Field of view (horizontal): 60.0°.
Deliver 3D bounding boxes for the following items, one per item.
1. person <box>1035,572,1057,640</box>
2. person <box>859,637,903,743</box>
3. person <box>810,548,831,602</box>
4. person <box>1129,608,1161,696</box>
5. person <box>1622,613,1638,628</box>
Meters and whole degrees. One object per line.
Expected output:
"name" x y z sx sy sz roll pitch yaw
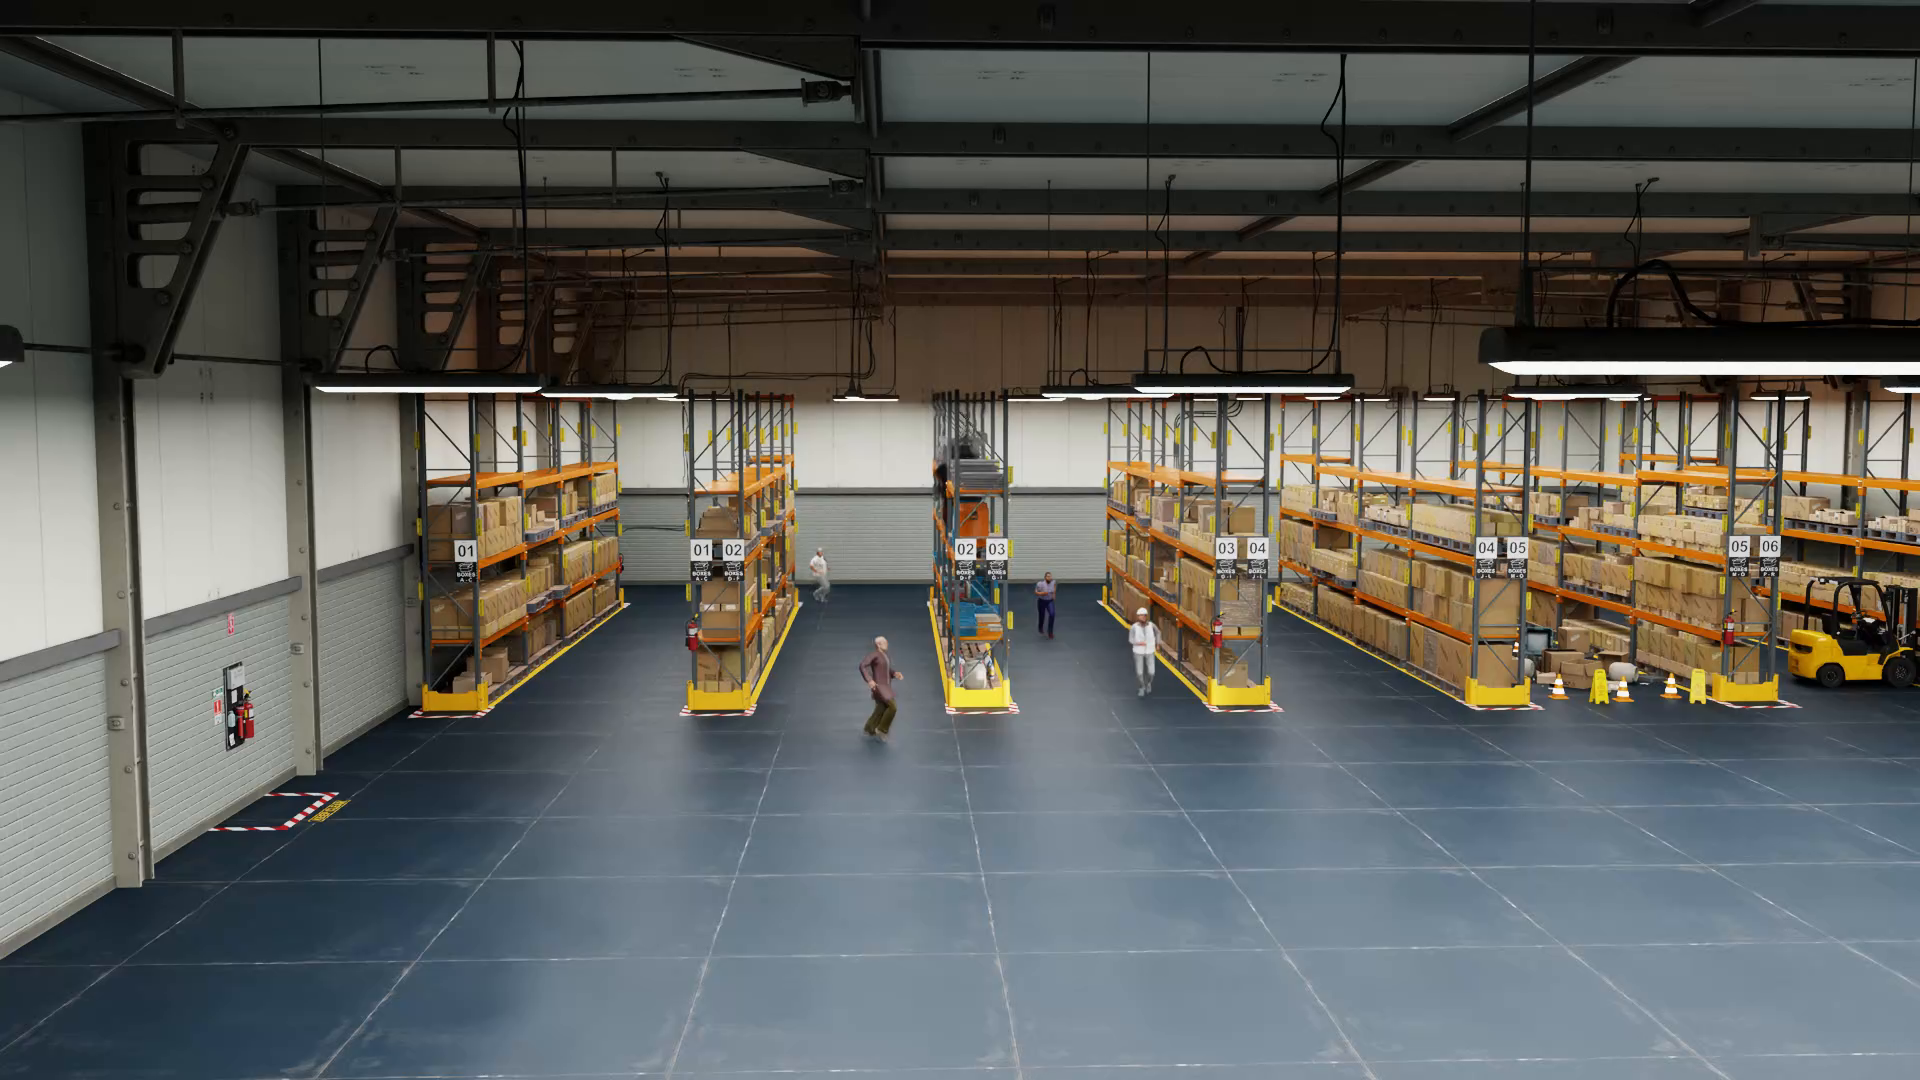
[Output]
"person" 2.098 1.594 40.918 0.601 1.658 0.941 -1 5 -9
"person" -1.339 2.557 28.309 0.721 1.825 0.734 1 5 16
"person" -4.015 1.013 48.073 0.518 1.595 0.607 2 5 20
"person" 3.620 2.200 32.483 0.655 1.746 0.638 0 5 0
"person" 16.504 1.528 40.750 0.635 1.747 0.692 0 5 -2
